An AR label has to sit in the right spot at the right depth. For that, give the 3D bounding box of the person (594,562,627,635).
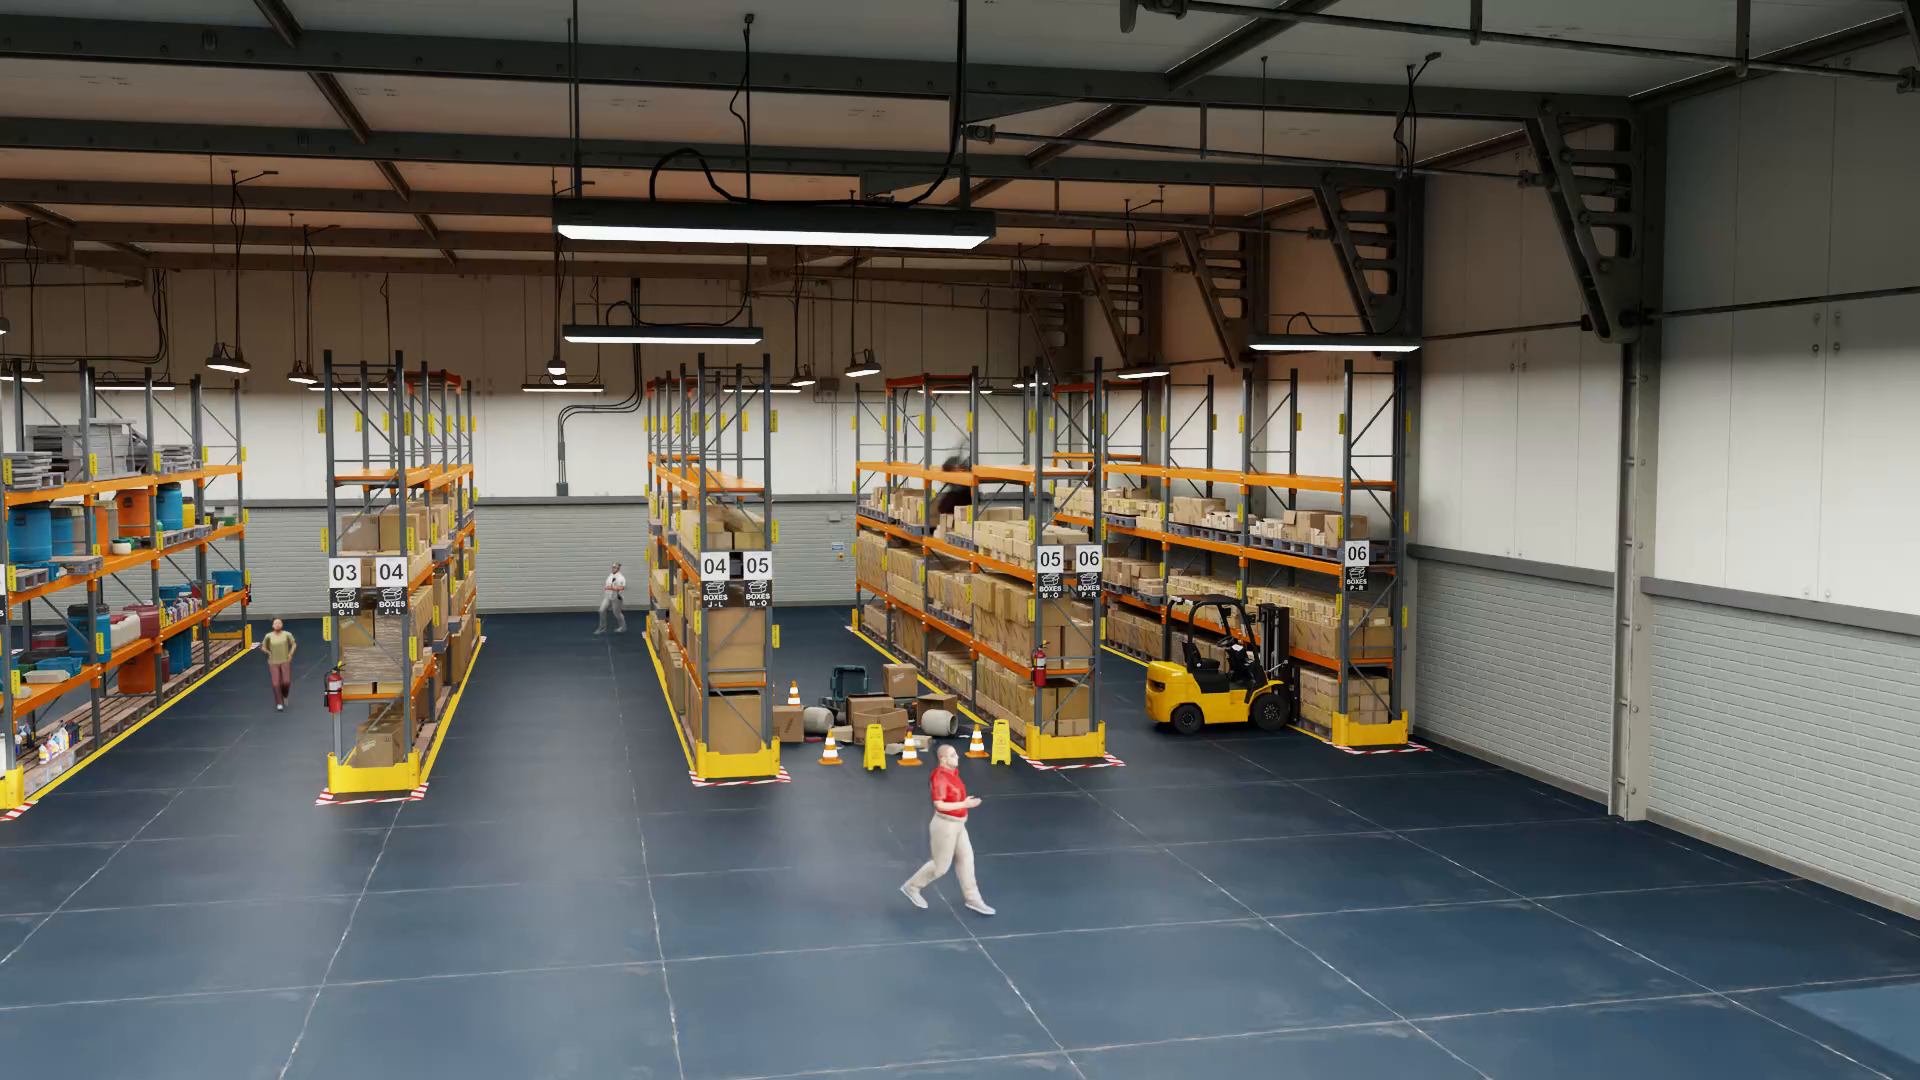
[{"bbox_3d":[-8.207,1.378,39.517,0.729,1.760,0.771,3,5,40],"label":"person"}]

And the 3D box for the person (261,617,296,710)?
[{"bbox_3d":[-11.906,2.159,29.085,0.573,1.625,0.542,-2,4,-23],"label":"person"}]

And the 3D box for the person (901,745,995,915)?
[{"bbox_3d":[-0.124,2.945,16.919,0.966,1.740,0.659,1,4,16],"label":"person"}]
